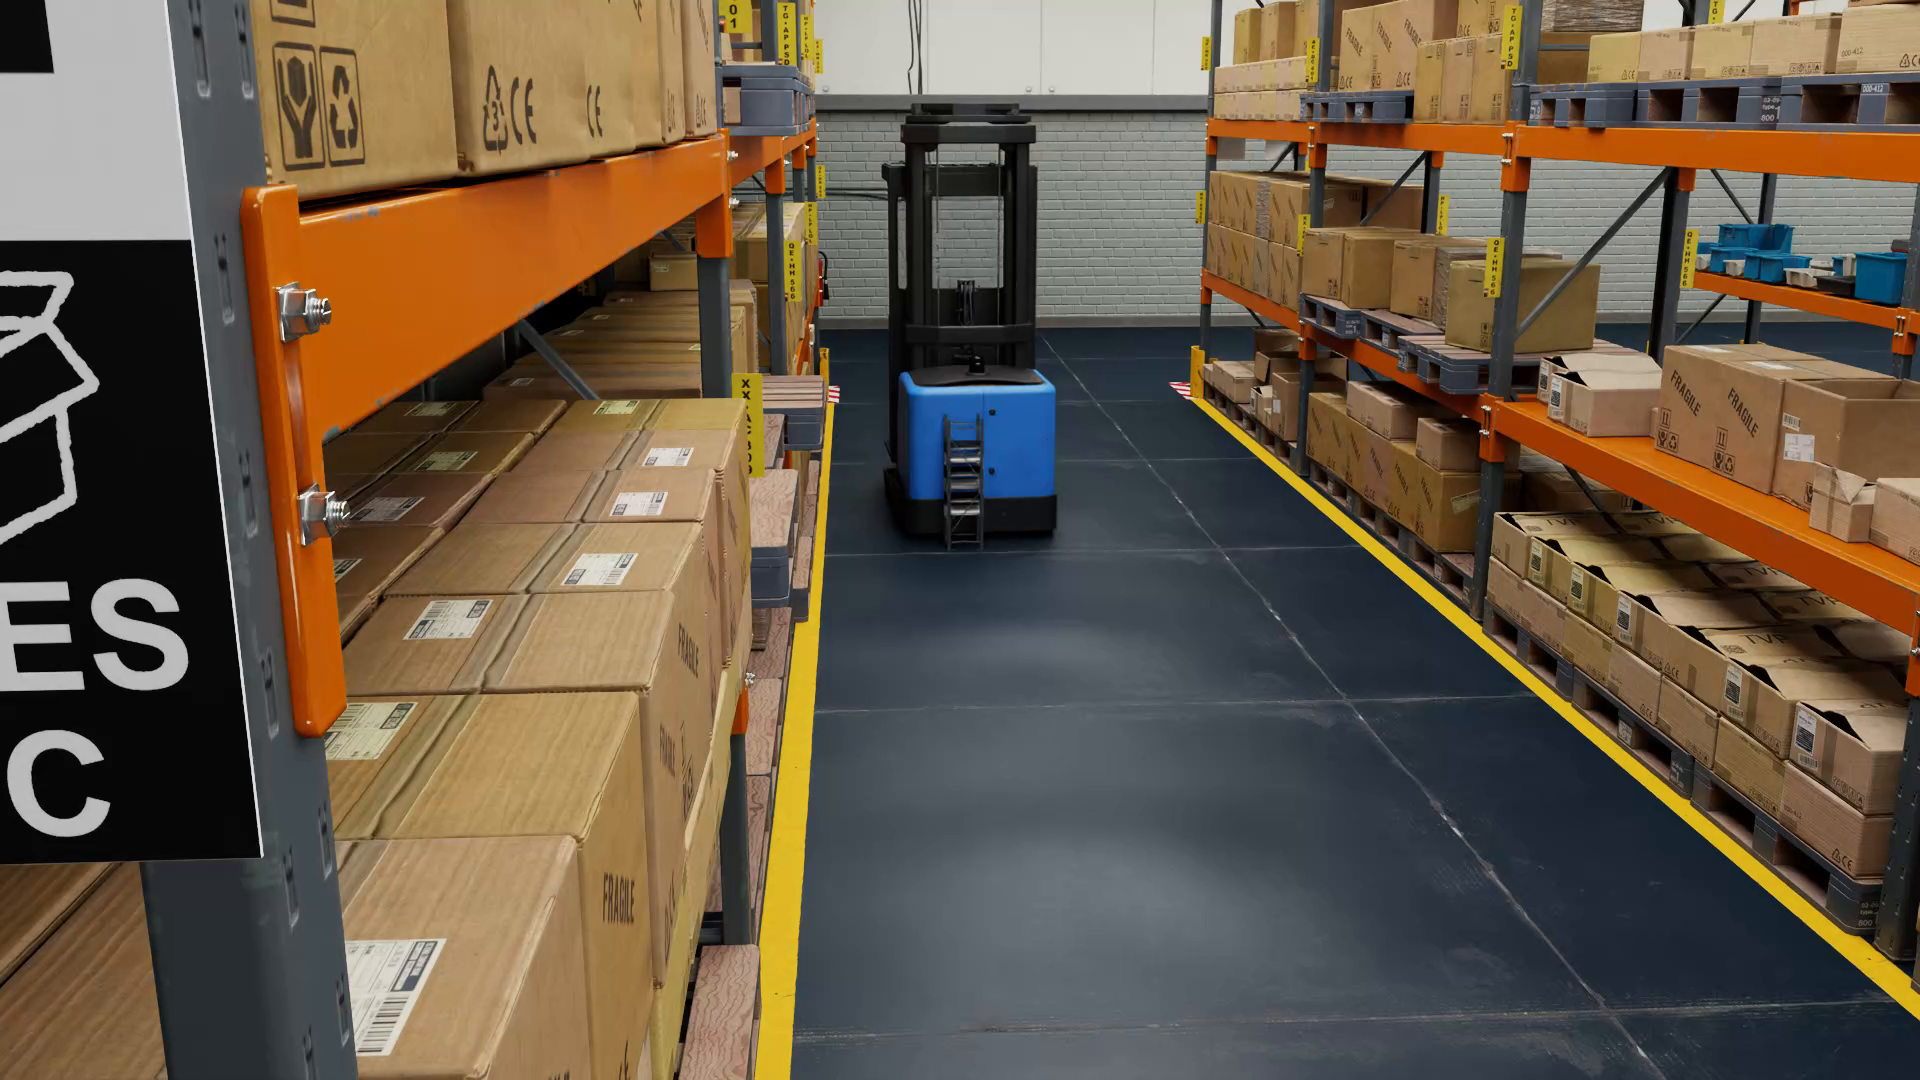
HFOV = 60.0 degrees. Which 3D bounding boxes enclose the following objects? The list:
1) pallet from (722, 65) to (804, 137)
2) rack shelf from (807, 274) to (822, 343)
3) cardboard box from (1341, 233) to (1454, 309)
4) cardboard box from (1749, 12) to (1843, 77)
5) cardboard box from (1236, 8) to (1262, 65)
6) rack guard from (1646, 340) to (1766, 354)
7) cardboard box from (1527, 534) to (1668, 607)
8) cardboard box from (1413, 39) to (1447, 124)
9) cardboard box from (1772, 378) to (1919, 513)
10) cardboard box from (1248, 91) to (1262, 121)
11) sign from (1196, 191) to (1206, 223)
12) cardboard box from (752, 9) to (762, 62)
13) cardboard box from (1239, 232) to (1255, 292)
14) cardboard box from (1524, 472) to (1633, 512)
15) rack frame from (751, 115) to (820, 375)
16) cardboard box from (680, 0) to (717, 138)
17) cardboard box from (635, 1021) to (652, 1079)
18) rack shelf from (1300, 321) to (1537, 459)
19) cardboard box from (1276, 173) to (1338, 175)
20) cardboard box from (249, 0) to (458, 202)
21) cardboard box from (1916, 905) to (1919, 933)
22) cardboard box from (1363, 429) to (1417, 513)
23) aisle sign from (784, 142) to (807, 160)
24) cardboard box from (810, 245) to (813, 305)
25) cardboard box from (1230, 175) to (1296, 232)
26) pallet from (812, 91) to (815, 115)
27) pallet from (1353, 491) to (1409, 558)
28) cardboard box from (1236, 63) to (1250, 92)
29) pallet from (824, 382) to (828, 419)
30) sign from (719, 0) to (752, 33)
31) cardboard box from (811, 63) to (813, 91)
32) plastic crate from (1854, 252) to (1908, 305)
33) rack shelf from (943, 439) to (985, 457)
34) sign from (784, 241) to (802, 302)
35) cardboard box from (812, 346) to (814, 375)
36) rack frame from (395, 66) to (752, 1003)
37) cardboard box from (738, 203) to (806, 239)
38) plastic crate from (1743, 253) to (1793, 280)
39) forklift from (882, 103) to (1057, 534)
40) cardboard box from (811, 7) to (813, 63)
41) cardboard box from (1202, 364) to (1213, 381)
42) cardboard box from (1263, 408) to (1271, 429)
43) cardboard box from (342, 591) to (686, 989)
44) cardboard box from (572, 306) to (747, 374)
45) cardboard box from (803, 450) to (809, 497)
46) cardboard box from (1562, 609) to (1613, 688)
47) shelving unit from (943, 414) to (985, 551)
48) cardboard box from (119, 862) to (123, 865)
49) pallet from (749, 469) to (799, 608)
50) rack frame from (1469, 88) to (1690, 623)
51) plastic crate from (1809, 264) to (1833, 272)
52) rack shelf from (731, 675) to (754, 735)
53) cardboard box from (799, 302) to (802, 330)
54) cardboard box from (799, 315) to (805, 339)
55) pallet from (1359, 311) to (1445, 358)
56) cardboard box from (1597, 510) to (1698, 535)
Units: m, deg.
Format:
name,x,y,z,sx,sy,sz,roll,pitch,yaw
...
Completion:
name,x,y,z,sx,sy,sz,roll,pitch,yaw
pallet,-1.131,-1.440,5.459,1.213,0.211,1.003,-1,14,-3
rack shelf,-1.818,-2.061,14.961,1.077,0.370,4.000,-1,14,-3
cardboard box,3.162,-1.950,12.042,0.700,0.500,0.500,1,14,5
cardboard box,3.688,-2.060,6.951,0.500,0.250,0.500,-2,15,-8
cardboard box,2.996,-4.717,15.611,0.700,0.500,0.500,-1,14,-3
rack guard,7.931,-1.855,17.733,1.175,0.500,0.348,-1,14,-3
cardboard box,3.278,0.127,8.562,0.500,0.311,0.500,-1,14,-5
cardboard box,3.373,-2.860,10.402,0.910,0.500,0.500,-1,14,-3
cardboard box,3.681,-0.371,6.747,0.500,0.500,0.500,0,14,1
cardboard box,2.868,-3.860,14.789,0.500,0.250,0.500,-1,14,-3
sign,2.460,-3.395,16.965,0.100,0.325,0.005,-1,14,-3
cardboard box,-1.650,-3.268,11.106,0.700,0.500,0.500,-1,14,-4
cardboard box,2.861,-2.541,15.182,0.500,0.500,0.500,-1,14,-3
cardboard box,3.754,-0.115,10.087,0.500,0.500,0.500,0,14,-1
rack frame,-1.942,-2.907,16.805,1.000,3.000,0.127,-1,14,-3
cardboard box,-0.920,-1.311,4.341,0.500,0.500,0.500,0,14,-2
cardboard box,-0.711,0.880,2.347,0.500,0.250,0.500,-1,14,-5
rack shelf,3.374,-1.144,11.396,1.077,0.370,4.000,-1,14,-3
cardboard box,3.336,-3.285,16.067,0.500,0.500,0.500,0,14,-2
cardboard box,-0.722,-0.526,1.289,0.500,0.500,0.500,-1,14,-2
cardboard box,3.471,1.248,5.330,0.500,0.250,0.500,-1,14,-3
cardboard box,3.135,-0.485,11.527,0.500,0.500,0.500,-1,14,-6
aisle sign,-1.647,-4.189,16.569,0.394,0.787,0.004,-1,14,-3
cardboard box,-1.751,-2.374,14.132,0.980,0.700,0.700,-1,14,-5
cardboard box,2.832,-3.148,15.535,0.500,0.500,0.500,-1,14,-3
pallet,-1.886,-4.132,15.726,1.003,0.211,1.213,-1,14,-3
pallet,3.416,-0.133,11.621,1.003,0.211,1.213,-1,14,-3
cardboard box,2.835,-4.226,15.210,0.500,0.250,0.500,-1,14,-3
pallet,-1.814,-1.359,16.384,1.003,0.211,1.213,-1,14,-3
sign,-0.658,-1.636,4.808,0.100,0.325,0.005,-1,14,-3
cardboard box,-1.598,-4.231,15.190,0.500,0.250,0.500,-1,14,-6
plastic crate,7.824,-2.197,13.958,0.392,0.384,0.575,-1,14,-3
rack shelf,0.025,-0.617,11.170,0.258,0.077,0.200,-2,15,-6
sign,-0.905,-1.451,8.979,0.100,0.325,0.005,-1,14,-3
cardboard box,-1.799,-1.727,16.393,0.700,0.500,0.500,-1,14,-3
rack frame,-1.199,0.077,5.206,1.000,3.000,0.127,-1,14,-3
cardboard box,-1.410,-2.365,12.357,0.500,0.250,0.500,-1,14,-2
plastic crate,7.714,-2.614,15.882,0.416,0.233,0.300,-1,14,-3
forklift,-0.009,-1.778,12.556,1.130,2.935,3.031,-2,15,-6
cardboard box,-1.604,-4.600,15.116,0.500,0.500,0.500,0,14,-2
cardboard box,2.685,-1.707,16.981,0.380,0.149,0.250,-1,14,-3
cardboard box,2.848,-1.052,14.432,0.380,0.149,0.250,-1,14,-3
cardboard box,-0.727,0.397,2.720,0.500,0.500,0.500,-1,14,-5
cardboard box,-1.308,-0.753,7.348,0.700,0.500,0.500,-1,14,-3
cardboard box,-1.466,-0.694,11.675,0.750,0.750,0.750,0,14,-2
cardboard box,3.307,0.522,8.151,0.500,0.250,0.500,-1,14,-5
shelving unit,0.025,-0.388,11.229,0.258,0.900,0.210,-2,15,-6
cardboard box,-1.214,0.533,2.192,0.500,0.500,0.500,-1,14,-3
pallet,-1.101,-0.022,5.977,1.003,0.211,1.213,-1,14,-3
rack frame,3.497,-0.995,9.373,1.000,3.000,0.127,-1,14,-3
plastic crate,8.259,-2.547,15.814,0.298,0.136,0.250,-1,14,-3
rack shelf,-1.075,0.923,3.362,1.077,0.370,4.000,-1,14,-3
cardboard box,-1.314,-1.628,10.994,0.500,0.500,0.500,0,14,-2
cardboard box,-1.305,-1.528,11.910,0.380,0.149,0.250,-1,14,-3
pallet,3.372,-1.385,11.276,1.003,0.211,1.213,-1,14,-3
cardboard box,3.776,-0.012,9.102,0.500,0.311,0.500,-1,14,-2
